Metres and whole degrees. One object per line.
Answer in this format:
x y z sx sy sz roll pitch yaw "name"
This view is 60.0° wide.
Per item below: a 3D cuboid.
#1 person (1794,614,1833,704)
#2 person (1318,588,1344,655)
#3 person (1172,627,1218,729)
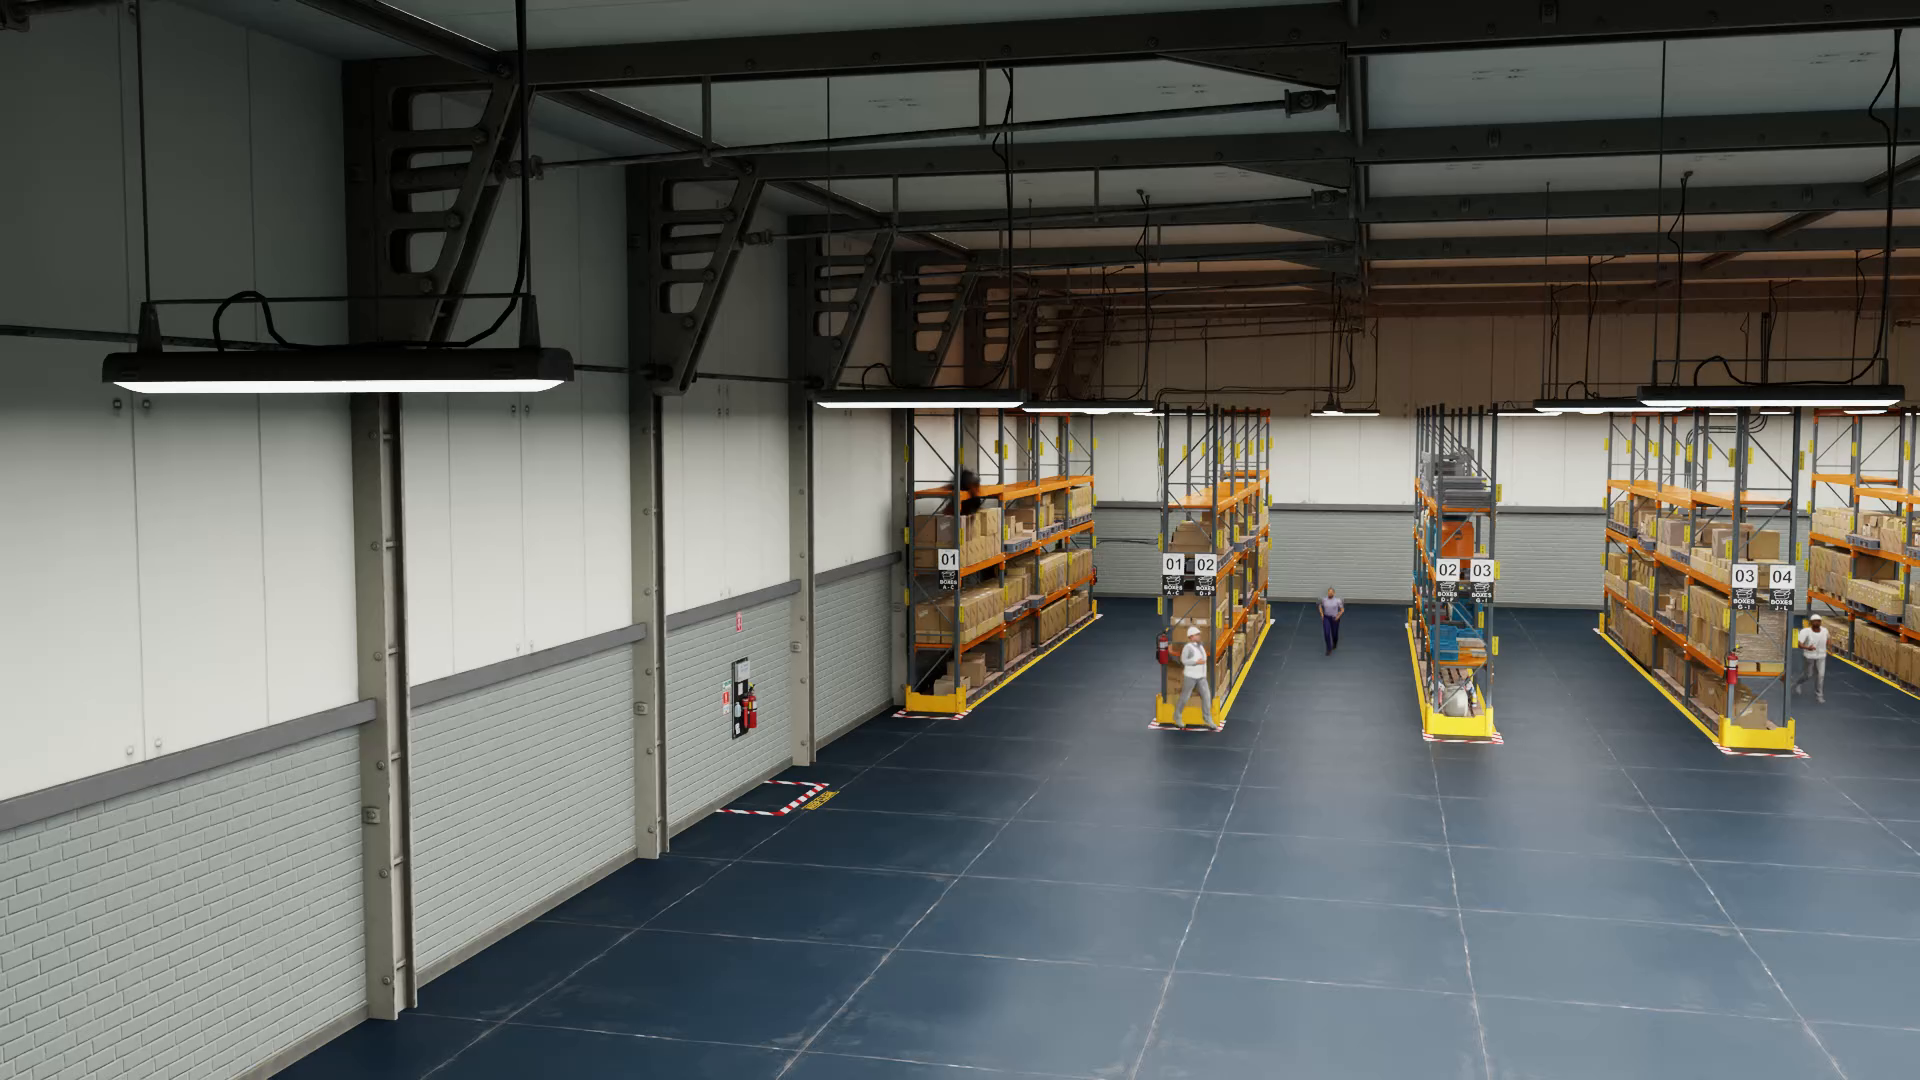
17.339 2.383 33.770 0.710 1.771 0.973 0 4 6 "person"
9.052 1.977 40.582 0.618 1.609 0.719 1 4 15 "person"
4.194 2.458 29.623 0.668 1.816 0.857 -4 6 -45 "person"
